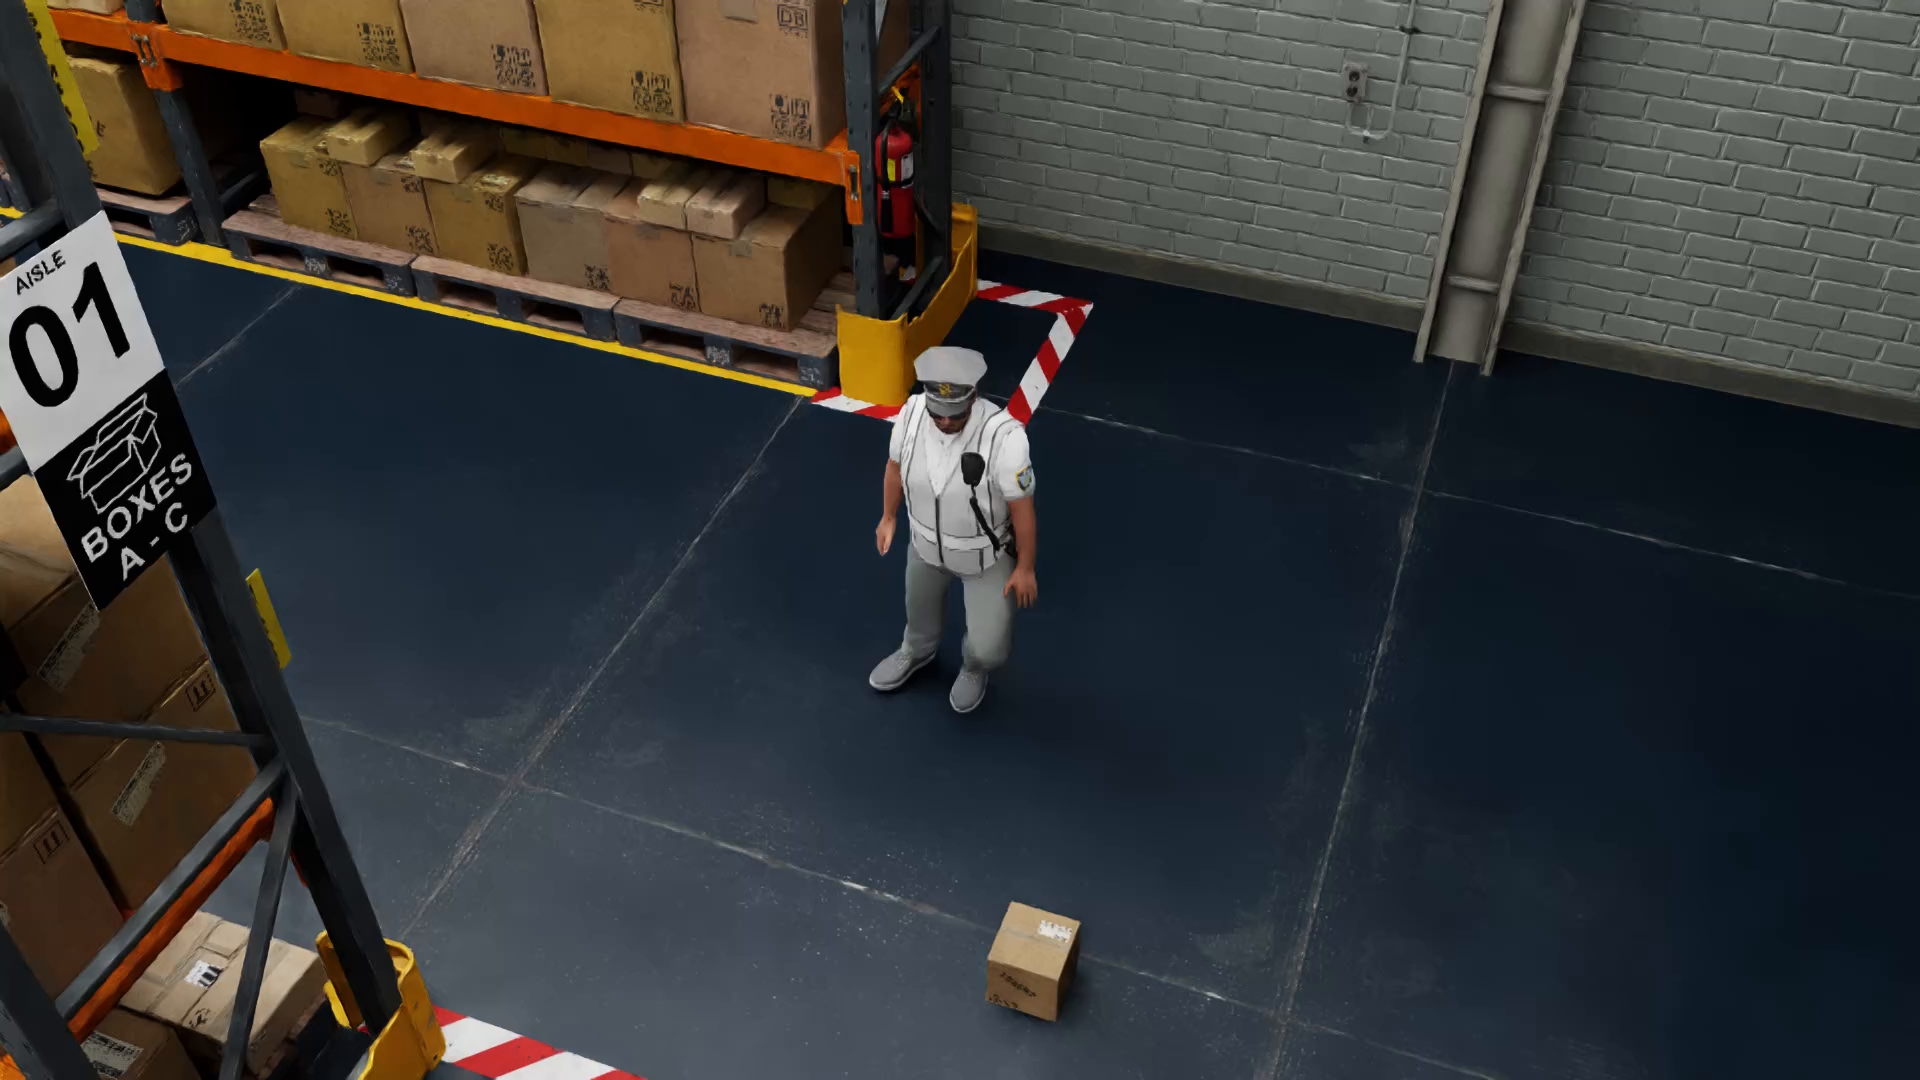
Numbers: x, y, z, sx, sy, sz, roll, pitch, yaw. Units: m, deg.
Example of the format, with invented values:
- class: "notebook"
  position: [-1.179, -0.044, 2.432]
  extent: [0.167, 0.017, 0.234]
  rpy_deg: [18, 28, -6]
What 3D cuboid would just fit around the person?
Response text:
- class: "person"
  position: [-0.017, -0.008, 6.138]
  extent: [0.725, 1.732, 0.423]
  rpy_deg: [18, 44, 20]
